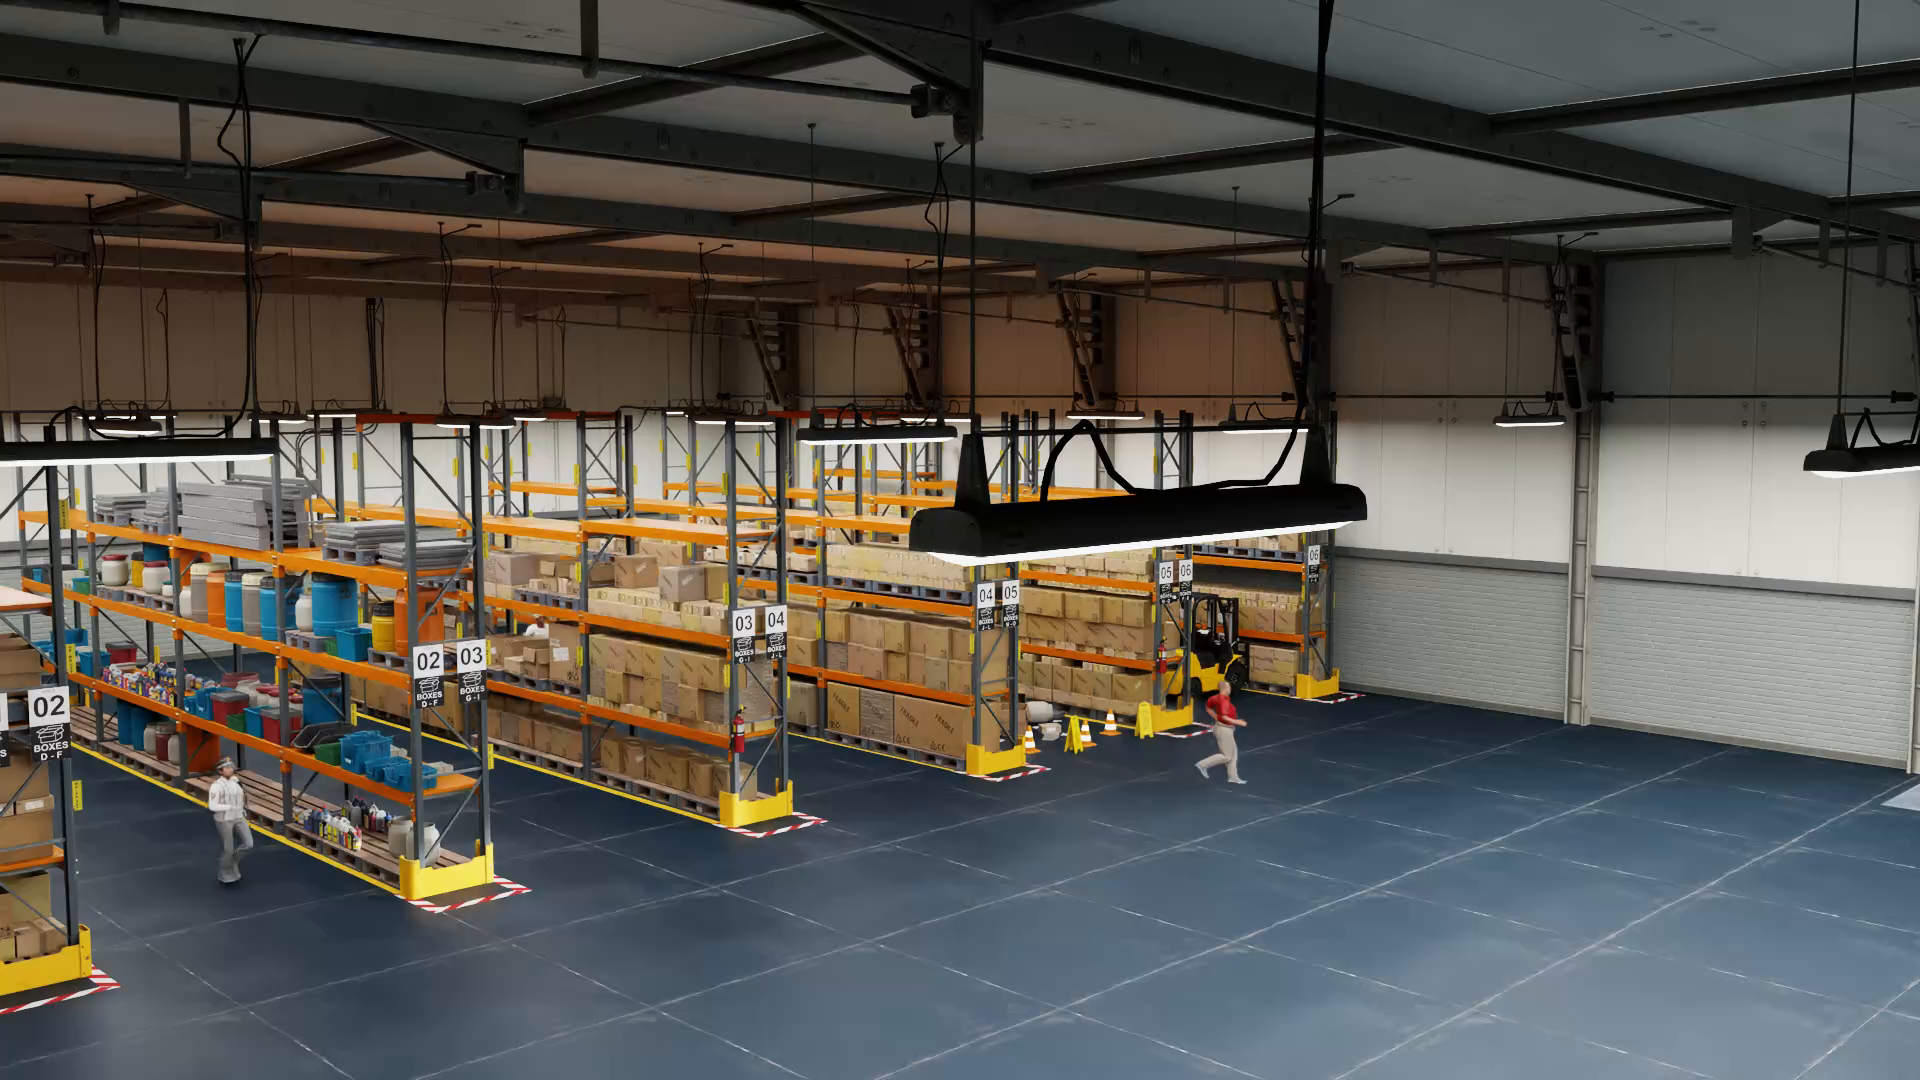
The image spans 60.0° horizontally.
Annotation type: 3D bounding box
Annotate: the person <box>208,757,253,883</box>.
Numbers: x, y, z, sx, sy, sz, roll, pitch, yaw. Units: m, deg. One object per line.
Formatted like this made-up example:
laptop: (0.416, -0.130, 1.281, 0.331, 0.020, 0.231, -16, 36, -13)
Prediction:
person: (-9.401, 3.620, 21.527, 0.578, 1.658, 0.600, 3, 6, 28)

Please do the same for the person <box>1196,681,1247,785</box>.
person: (4.253, 3.145, 27.037, 0.888, 1.729, 0.663, -1, 5, -6)

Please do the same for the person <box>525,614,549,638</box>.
person: (-9.060, 2.378, 35.731, 0.741, 1.726, 0.690, 5, 7, 45)
